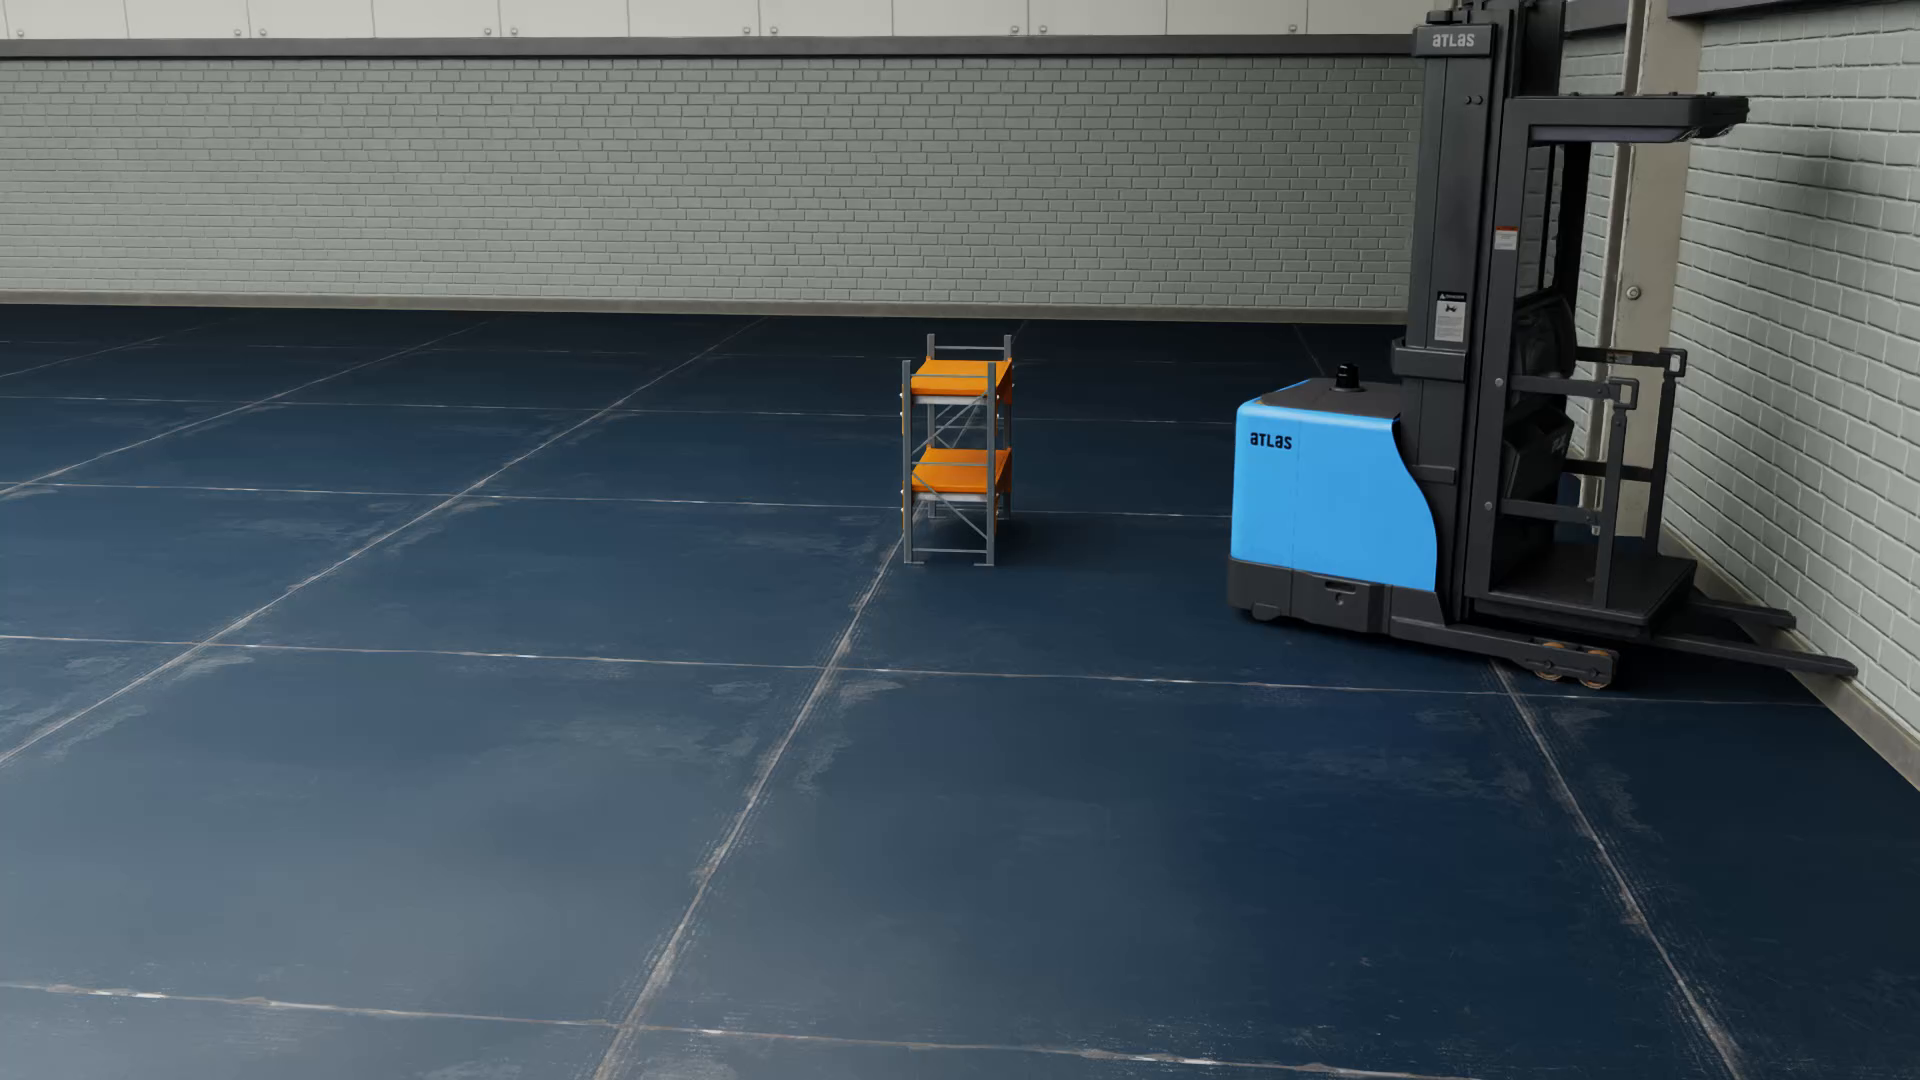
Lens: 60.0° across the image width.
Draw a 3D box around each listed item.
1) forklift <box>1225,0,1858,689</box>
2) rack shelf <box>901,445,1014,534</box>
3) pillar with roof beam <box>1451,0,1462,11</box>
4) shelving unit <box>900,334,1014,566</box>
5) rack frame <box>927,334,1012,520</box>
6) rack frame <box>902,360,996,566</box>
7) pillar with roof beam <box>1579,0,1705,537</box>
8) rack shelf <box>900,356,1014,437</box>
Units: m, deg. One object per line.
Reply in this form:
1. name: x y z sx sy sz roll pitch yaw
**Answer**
1. forklift: 2.827 -0.923 7.461 3.031 2.935 1.130 10 18 32
2. rack shelf: -0.001 -0.305 9.573 0.538 0.278 1.000 2 15 6
3. pillar with roof beam: 0.298 -6.103 14.991 9.100 9.000 0.400 2 15 6
4. shelving unit: -0.001 -0.541 9.509 0.538 1.125 1.048 2 15 6
5. rack frame: 0.057 -0.673 9.996 0.500 1.125 0.032 2 15 6
6. rack frame: -0.058 -0.409 9.021 0.500 1.125 0.032 2 15 6
7. pillar with roof beam: -0.379 -4.546 9.236 9.100 9.000 0.400 2 15 6
8. rack shelf: -0.001 -0.824 9.432 0.538 0.278 1.000 2 15 6
